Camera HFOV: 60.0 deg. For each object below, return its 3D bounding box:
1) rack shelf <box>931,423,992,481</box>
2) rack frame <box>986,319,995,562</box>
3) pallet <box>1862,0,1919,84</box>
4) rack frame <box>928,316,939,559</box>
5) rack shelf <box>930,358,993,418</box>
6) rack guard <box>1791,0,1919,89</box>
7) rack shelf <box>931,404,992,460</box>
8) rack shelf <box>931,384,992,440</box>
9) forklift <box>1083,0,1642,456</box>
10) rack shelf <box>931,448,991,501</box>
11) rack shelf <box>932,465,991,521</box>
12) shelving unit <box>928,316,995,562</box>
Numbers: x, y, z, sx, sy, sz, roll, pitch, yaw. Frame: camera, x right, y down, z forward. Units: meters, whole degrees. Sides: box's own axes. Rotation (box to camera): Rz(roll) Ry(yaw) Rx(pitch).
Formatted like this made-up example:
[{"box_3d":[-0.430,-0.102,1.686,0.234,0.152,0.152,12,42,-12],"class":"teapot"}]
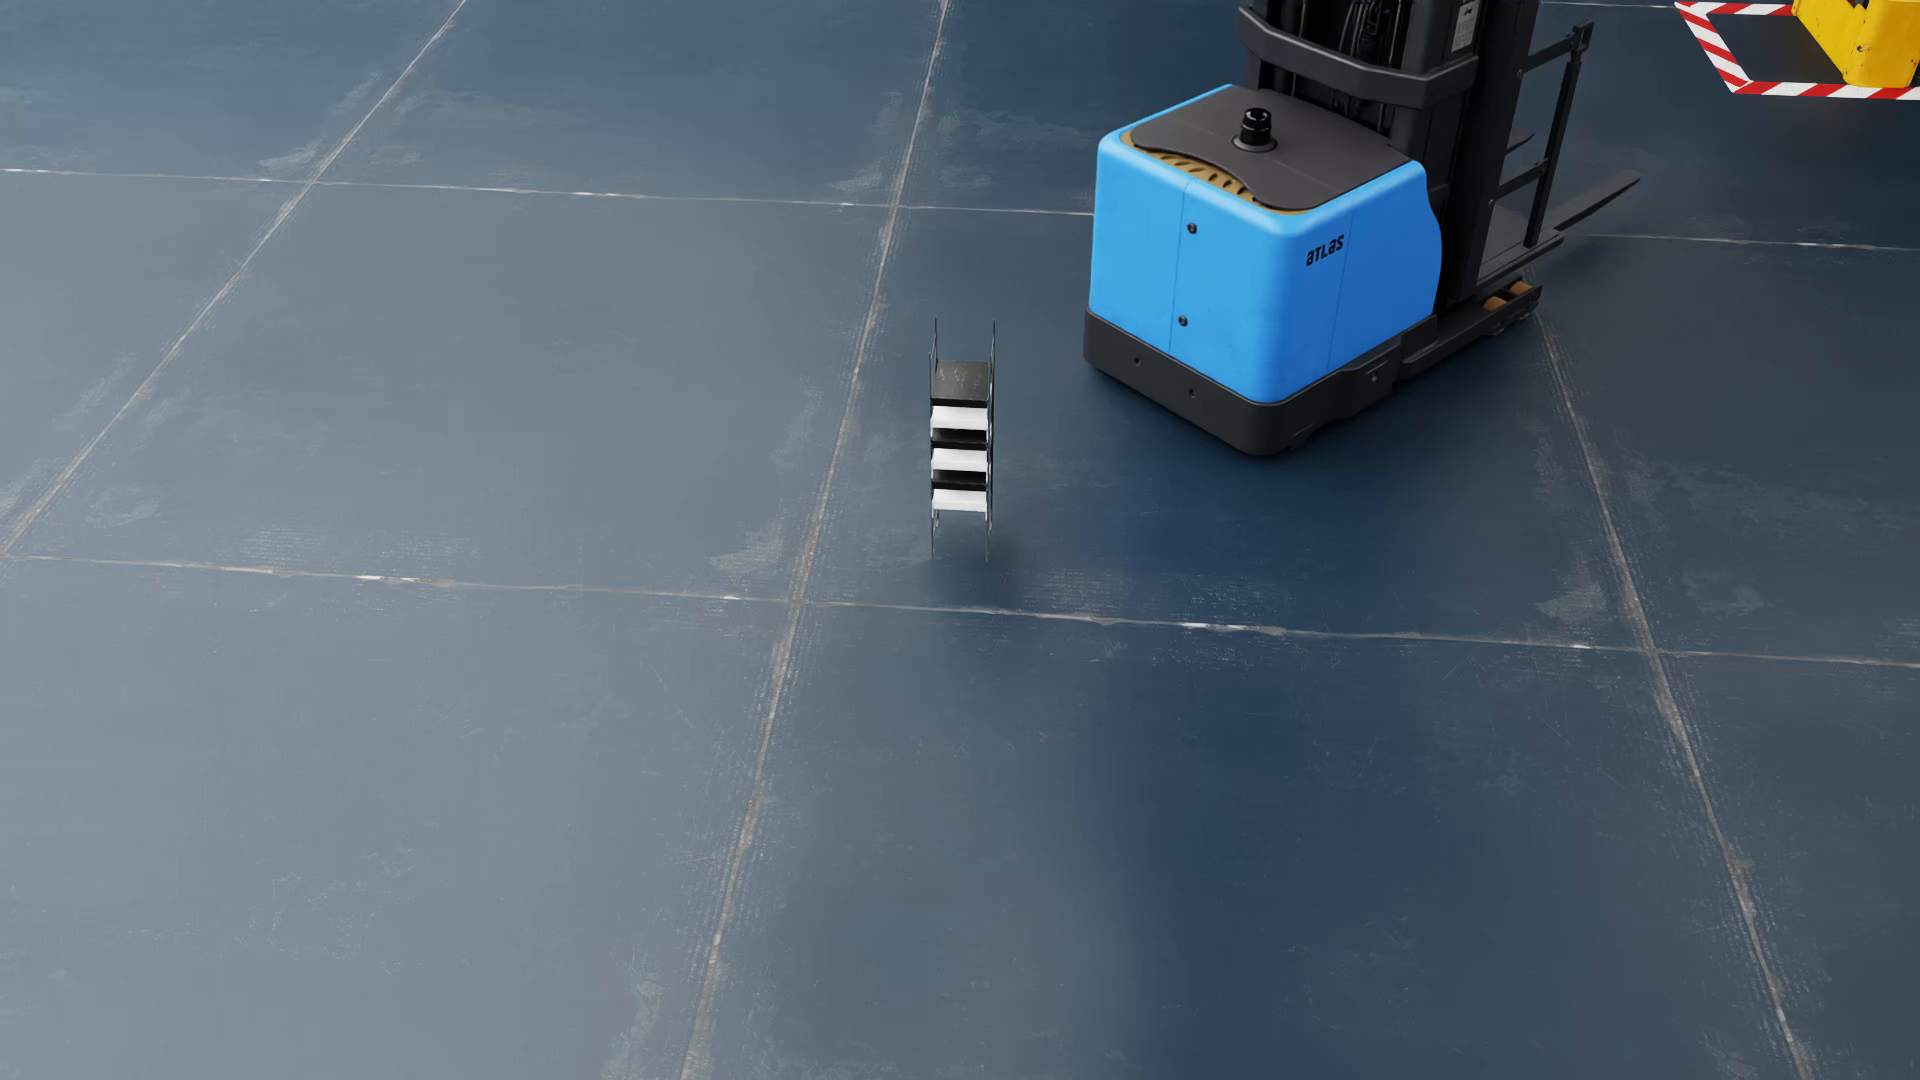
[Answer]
[{"box_3d":[0.008,-0.323,5.986,0.200,0.077,0.258,3,39,4],"class":"rack shelf"},{"box_3d":[0.109,-0.343,5.959,0.006,0.900,0.240,3,39,4],"class":"rack frame"},{"box_3d":[6.060,-2.953,9.711,1.213,0.211,1.003,3,39,4],"class":"pallet"},{"box_3d":[-0.093,-0.354,5.972,0.006,0.900,0.240,3,39,4],"class":"rack frame"},{"box_3d":[0.008,-0.532,5.816,0.200,0.077,0.258,3,39,4],"class":"rack shelf"},{"box_3d":[5.252,-3.113,9.679,0.348,0.500,1.175,3,39,4],"class":"rack guard"},{"box_3d":[0.008,-0.392,5.930,0.200,0.077,0.258,3,39,4],"class":"rack shelf"},{"box_3d":[0.008,-0.462,5.873,0.200,0.077,0.258,3,39,4],"class":"rack shelf"},{"box_3d":[1.963,-2.266,6.712,3.031,2.935,1.130,-29,47,-31],"class":"forklift"},{"box_3d":[0.008,-0.253,6.043,0.200,0.077,0.258,3,39,4],"class":"rack shelf"},{"box_3d":[0.008,-0.183,6.100,0.200,0.077,0.258,3,39,4],"class":"rack shelf"},{"box_3d":[0.008,-0.349,5.965,0.210,0.900,0.258,3,39,4],"class":"shelving unit"}]
